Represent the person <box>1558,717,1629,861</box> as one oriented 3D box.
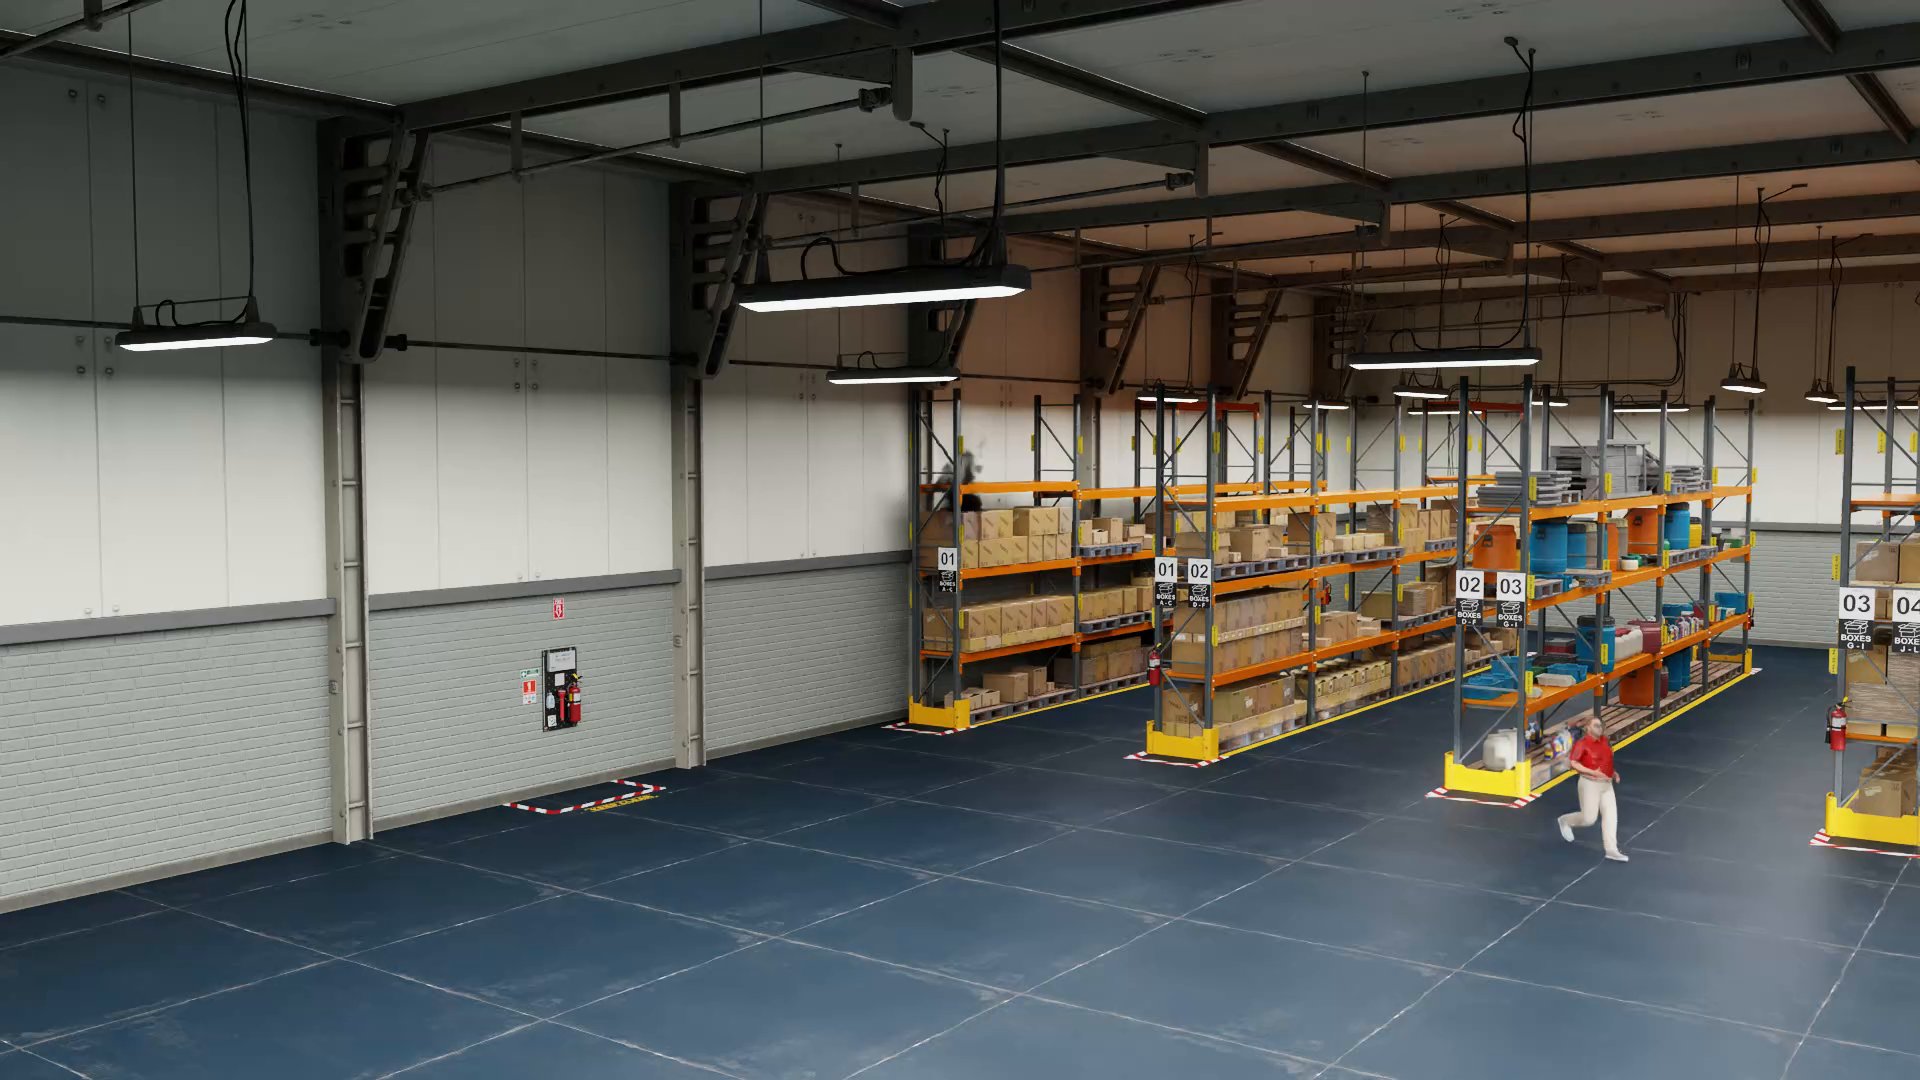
[{"bbox_3d":[7.744,2.996,20.211,0.678,1.688,1.006,-1,4,-22],"label":"person"}]
